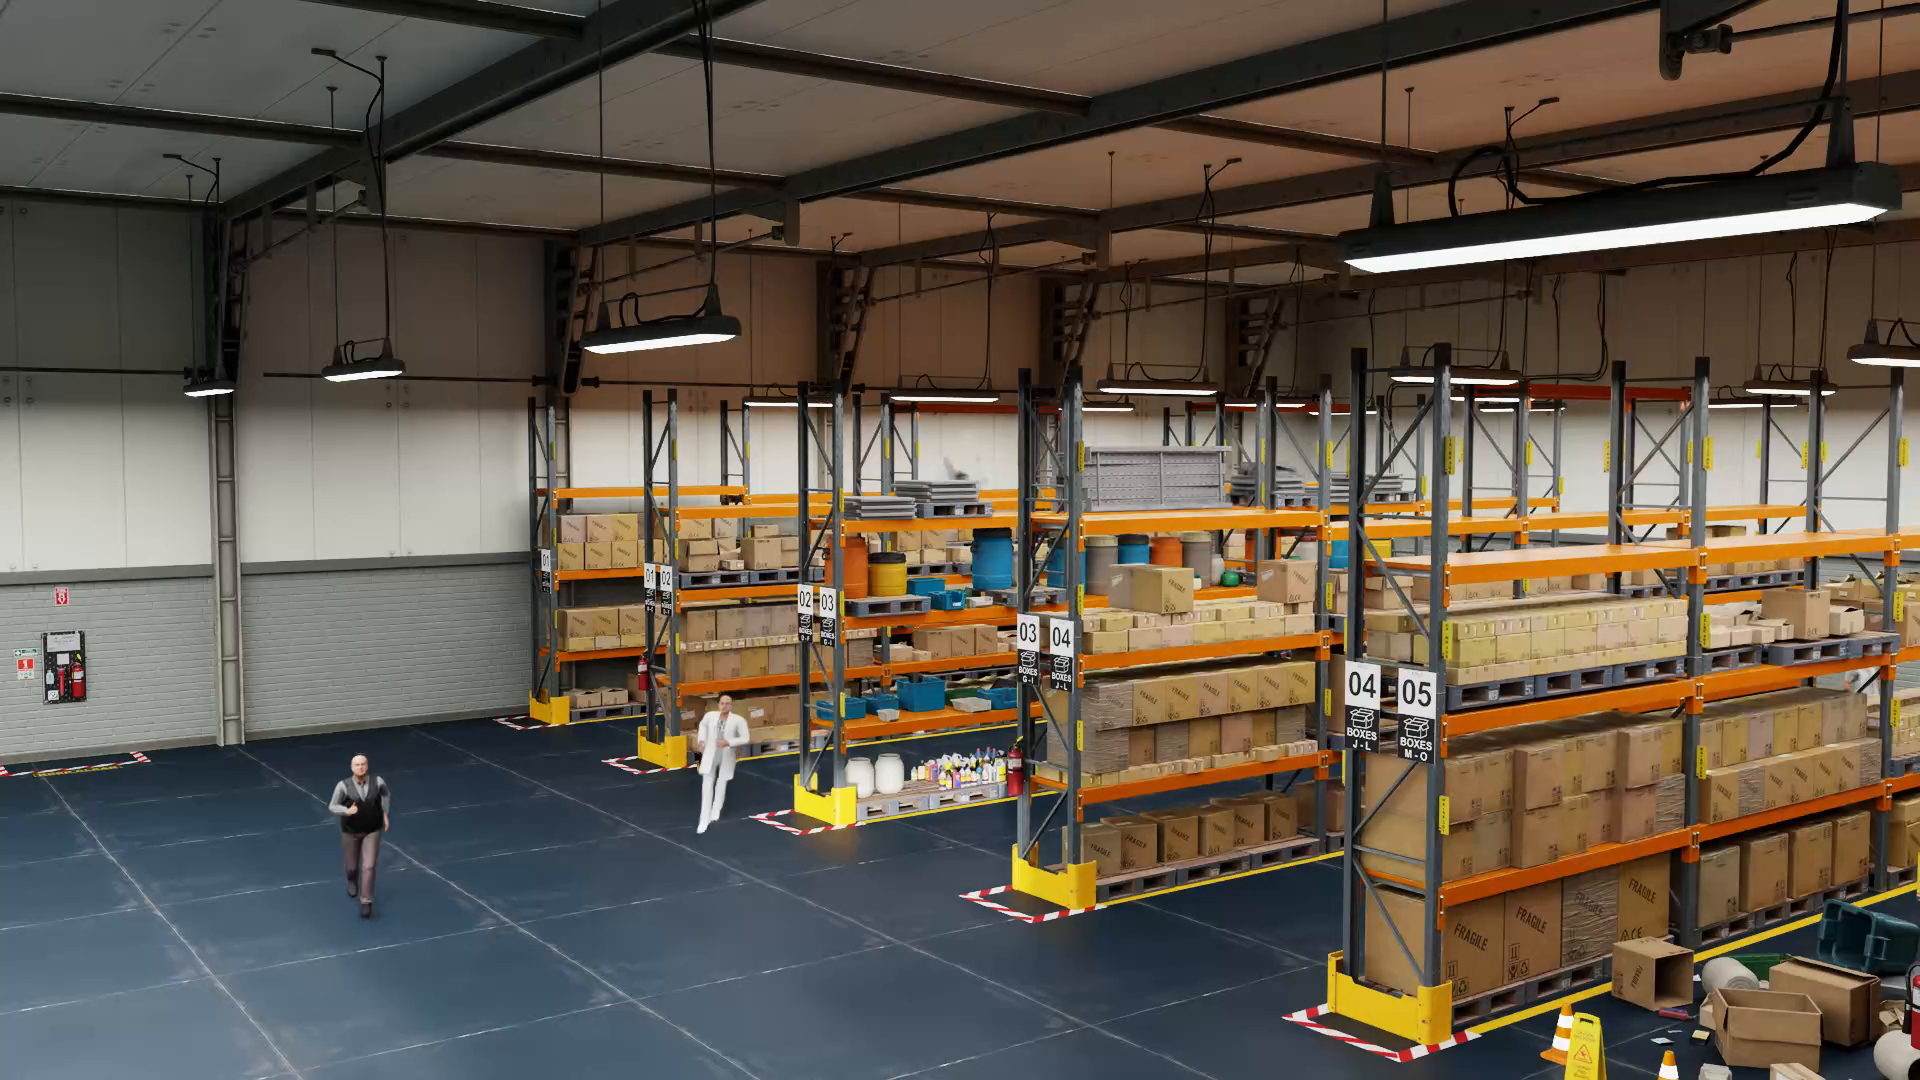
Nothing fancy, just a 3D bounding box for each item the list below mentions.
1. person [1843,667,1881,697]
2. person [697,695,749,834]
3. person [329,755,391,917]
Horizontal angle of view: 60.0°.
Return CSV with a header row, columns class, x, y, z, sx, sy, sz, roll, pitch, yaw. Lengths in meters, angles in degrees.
class,x,y,z,sx,sy,sz,roll,pitch,yaw
person,15.157,2.674,27.695,0.718,1.731,0.513,-1,3,-13
person,-3.169,2.976,22.340,0.713,1.815,0.926,0,3,1
person,-6.588,3.209,18.291,0.659,1.701,0.924,-1,4,-23
